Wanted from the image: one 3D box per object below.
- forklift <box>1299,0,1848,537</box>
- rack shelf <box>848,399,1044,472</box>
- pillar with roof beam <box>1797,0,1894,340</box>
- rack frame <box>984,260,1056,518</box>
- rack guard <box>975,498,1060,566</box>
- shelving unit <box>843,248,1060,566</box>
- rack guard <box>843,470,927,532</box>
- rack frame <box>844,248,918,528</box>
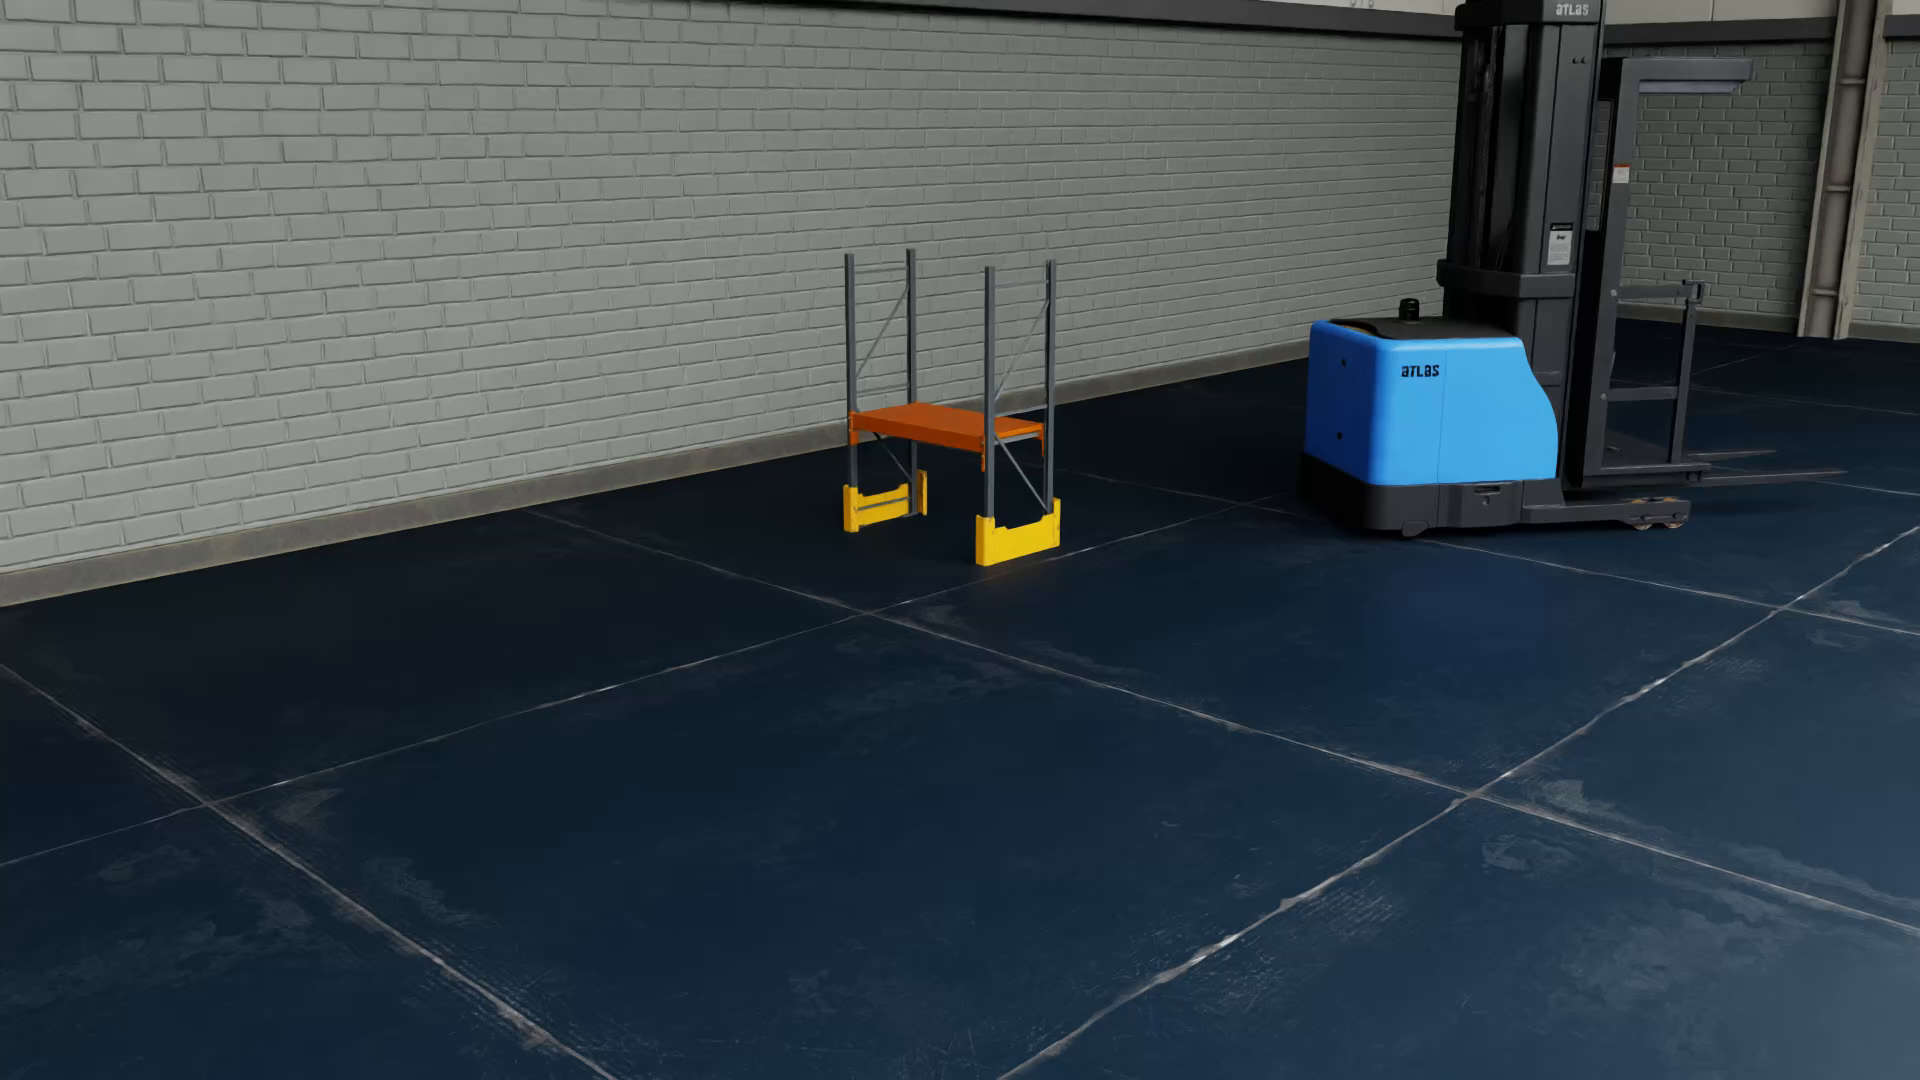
[{"bbox_3d":[3.558,-1.601,9.263,3.031,2.935,1.130,-3,15,-11],"label":"forklift"},{"bbox_3d":[-0.061,-0.567,8.846,1.000,0.185,0.538,14,20,42],"label":"rack shelf"},{"bbox_3d":[5.735,-5.629,12.688,0.400,9.000,9.100,14,20,42],"label":"pillar with roof beam"},{"bbox_3d":[0.305,-0.652,8.459,0.032,1.500,0.500,14,20,42],"label":"rack frame"},{"bbox_3d":[0.304,-0.047,8.617,0.087,0.250,0.587,14,20,42],"label":"rack guard"},{"bbox_3d":[-0.055,-0.739,8.794,1.083,1.500,0.587,14,20,42],"label":"shelving unit"},{"bbox_3d":[-0.413,-0.221,9.286,0.087,0.250,0.587,14,20,42],"label":"rack guard"},{"bbox_3d":[-0.427,-0.830,9.142,0.032,1.500,0.500,14,20,42],"label":"rack frame"}]
